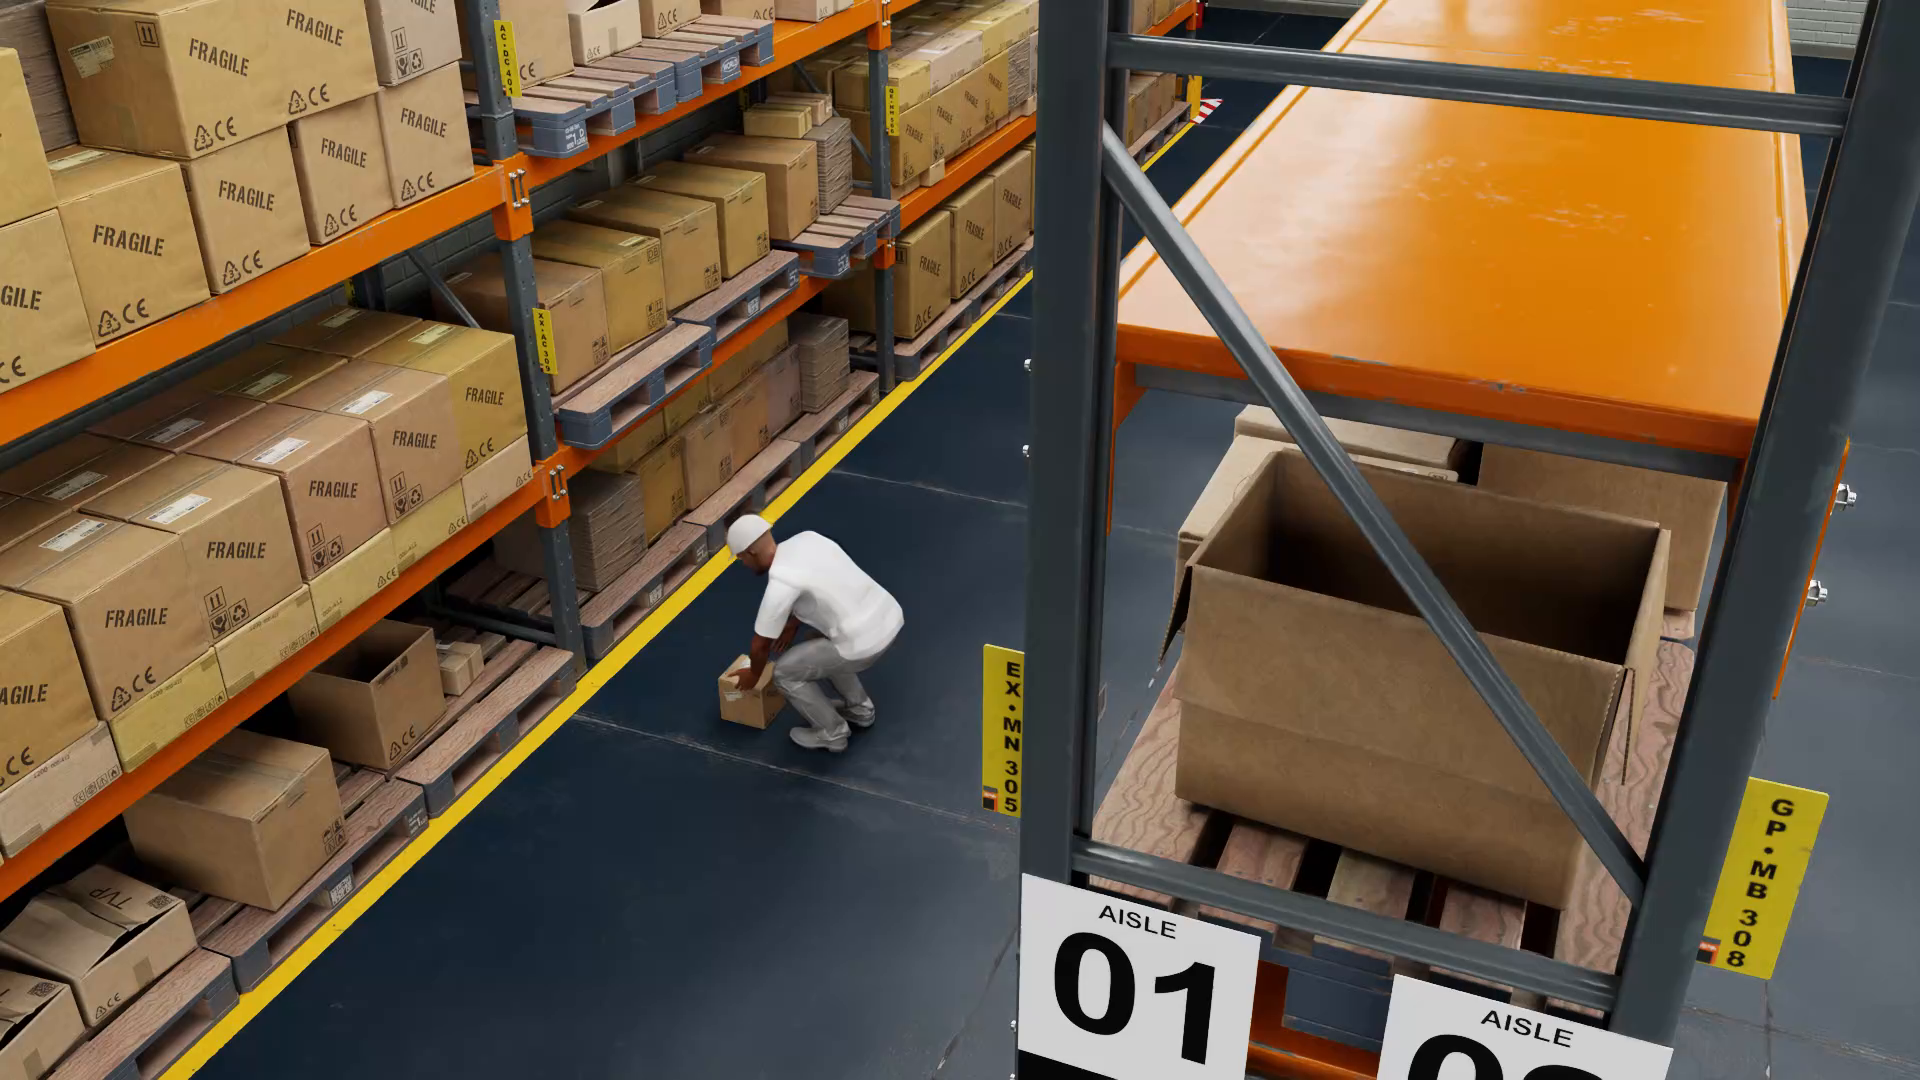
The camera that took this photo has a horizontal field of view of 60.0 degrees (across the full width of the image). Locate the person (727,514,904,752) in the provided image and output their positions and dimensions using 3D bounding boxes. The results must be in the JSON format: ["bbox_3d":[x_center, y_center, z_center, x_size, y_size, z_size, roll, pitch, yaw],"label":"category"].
[{"bbox_3d":[-0.719,0.458,8.146,0.847,1.196,0.619,11,31,19],"label":"person"}]
